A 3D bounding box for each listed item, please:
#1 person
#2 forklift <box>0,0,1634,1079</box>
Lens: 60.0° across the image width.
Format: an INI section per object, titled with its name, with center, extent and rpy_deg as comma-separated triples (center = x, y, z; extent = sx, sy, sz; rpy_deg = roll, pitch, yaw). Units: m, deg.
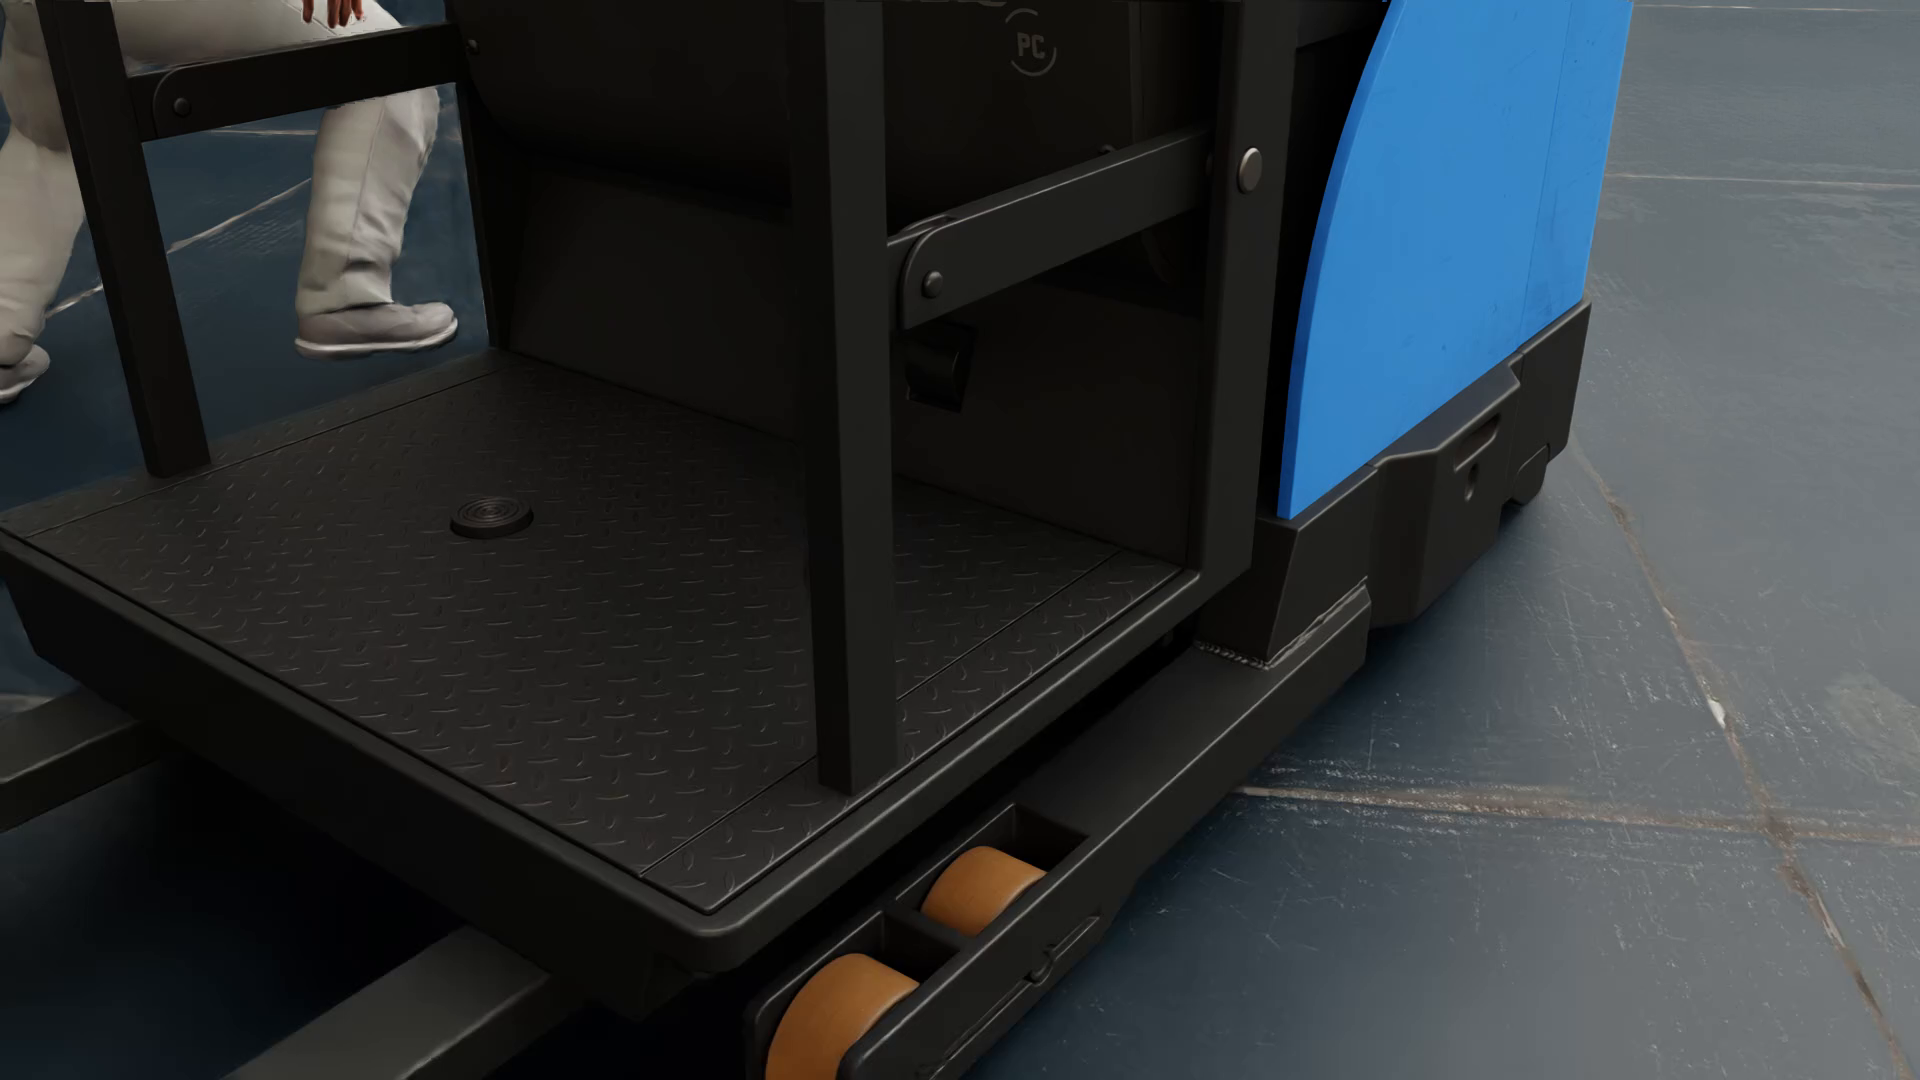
[person]
center = -1.432, -1.016, 2.767
extent = 0.972, 1.631, 0.673
rpy_deg = 13, 29, 24
[forklift]
center = -0.316, -1.030, 1.281
extent = 1.130, 2.935, 3.031
rpy_deg = 19, 32, 33
